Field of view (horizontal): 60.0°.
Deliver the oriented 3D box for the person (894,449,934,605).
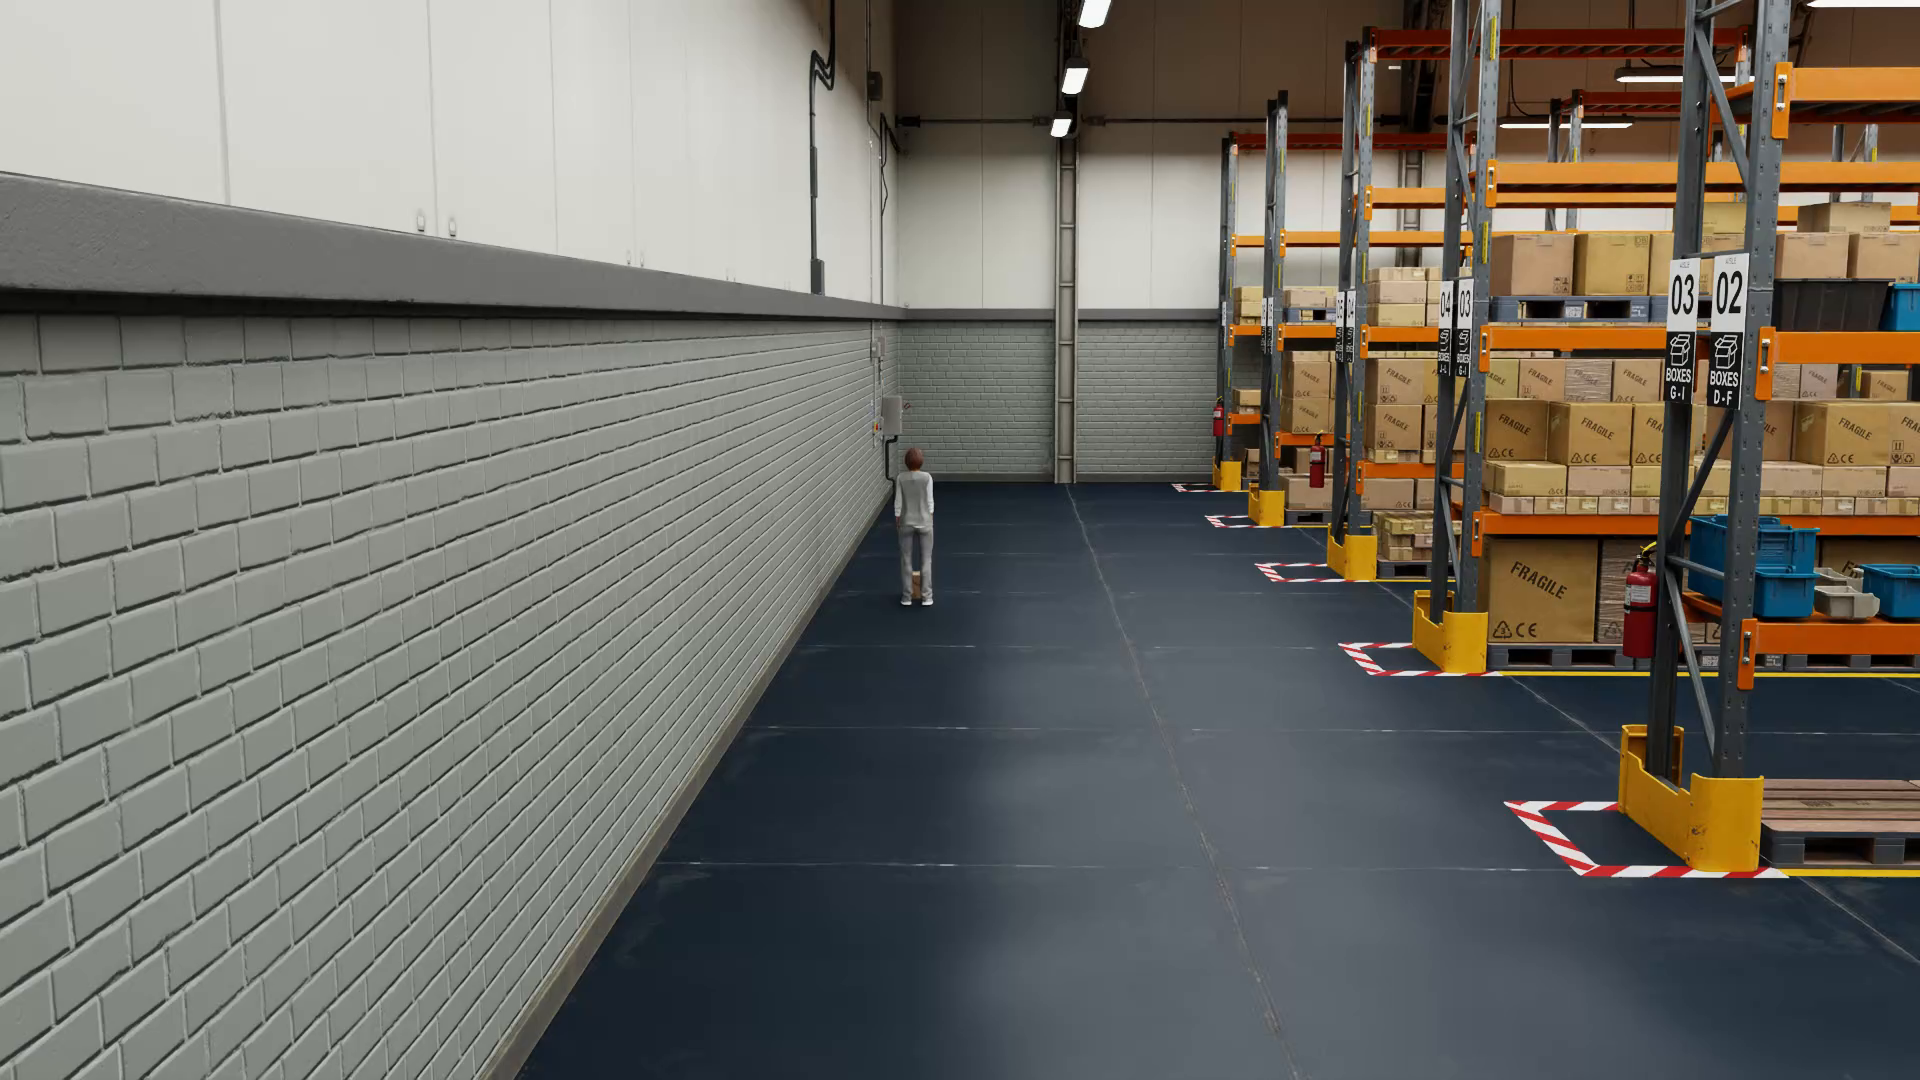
[{"bbox_3d":[-0.466,-0.128,16.835,0.406,1.591,0.305,0,7,2],"label":"person"}]
